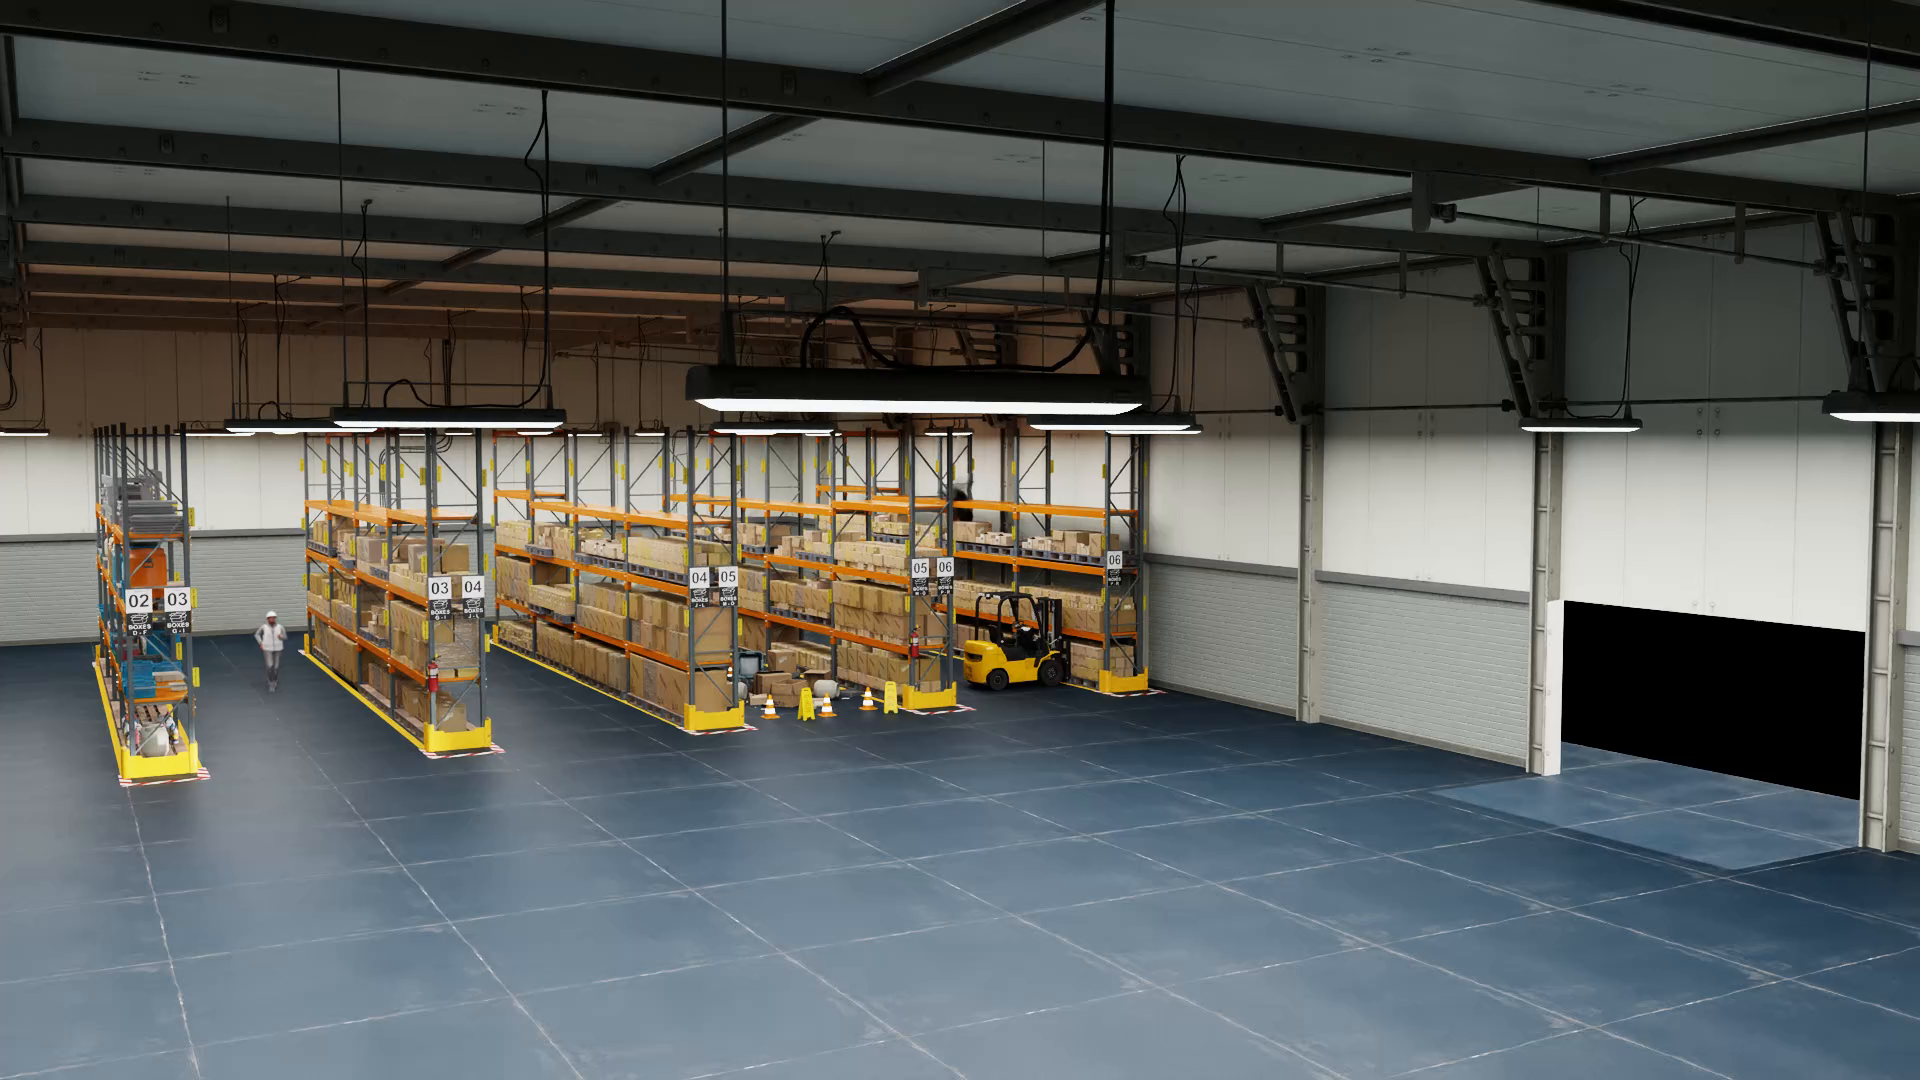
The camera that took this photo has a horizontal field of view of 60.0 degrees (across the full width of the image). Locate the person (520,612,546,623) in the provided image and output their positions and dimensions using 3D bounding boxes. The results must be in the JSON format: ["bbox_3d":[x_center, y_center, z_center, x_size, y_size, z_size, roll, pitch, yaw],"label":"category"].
[{"bbox_3d":[-12.493,1.949,48.477,0.745,1.722,0.716,-2,4,-31],"label":"person"}]

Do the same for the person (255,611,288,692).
[{"bbox_3d":[-15.689,2.539,37.952,0.643,1.827,0.737,-2,4,-35],"label":"person"}]

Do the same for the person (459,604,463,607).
[{"bbox_3d":[-13.282,2.201,44.807,0.531,1.613,0.840,-2,4,-27],"label":"person"}]
